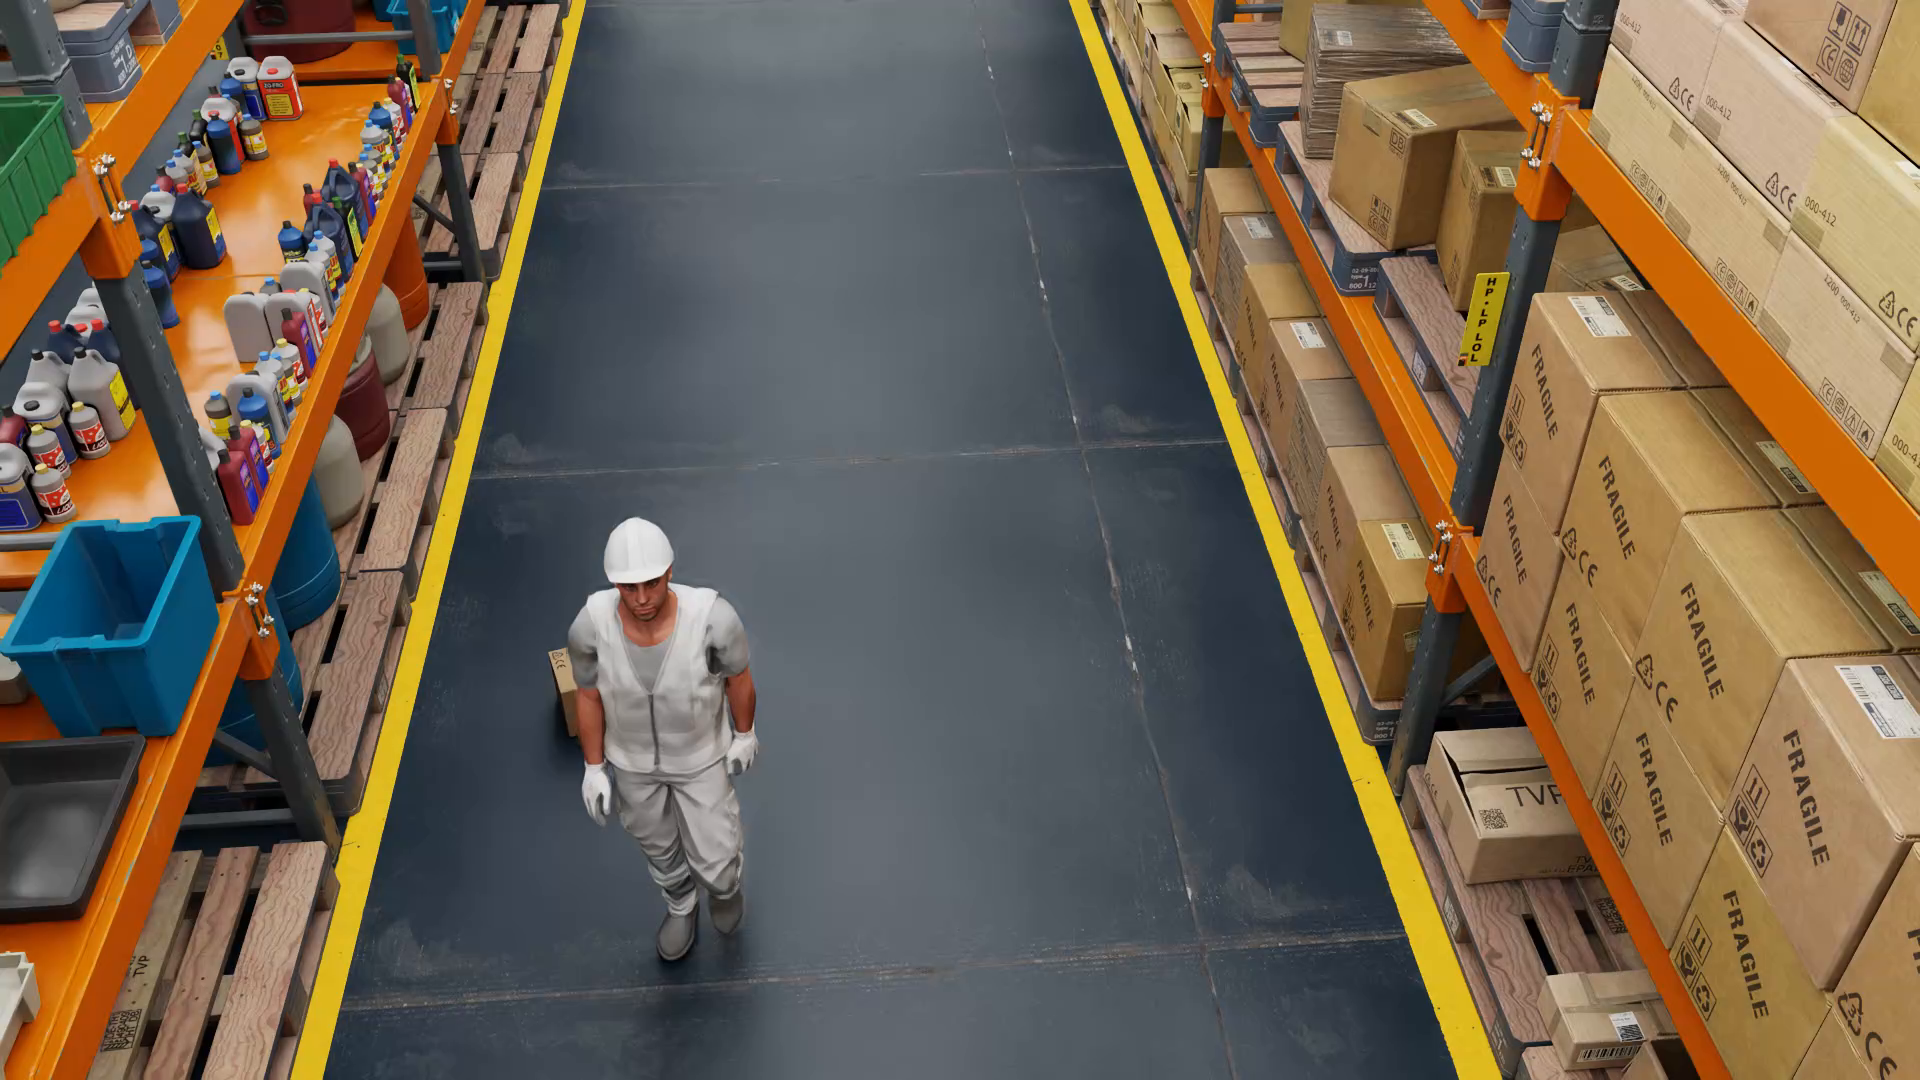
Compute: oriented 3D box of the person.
[{"bbox_3d":[-0.912,0.699,5.234,0.539,1.798,0.449,1,39,1],"label":"person"}]
